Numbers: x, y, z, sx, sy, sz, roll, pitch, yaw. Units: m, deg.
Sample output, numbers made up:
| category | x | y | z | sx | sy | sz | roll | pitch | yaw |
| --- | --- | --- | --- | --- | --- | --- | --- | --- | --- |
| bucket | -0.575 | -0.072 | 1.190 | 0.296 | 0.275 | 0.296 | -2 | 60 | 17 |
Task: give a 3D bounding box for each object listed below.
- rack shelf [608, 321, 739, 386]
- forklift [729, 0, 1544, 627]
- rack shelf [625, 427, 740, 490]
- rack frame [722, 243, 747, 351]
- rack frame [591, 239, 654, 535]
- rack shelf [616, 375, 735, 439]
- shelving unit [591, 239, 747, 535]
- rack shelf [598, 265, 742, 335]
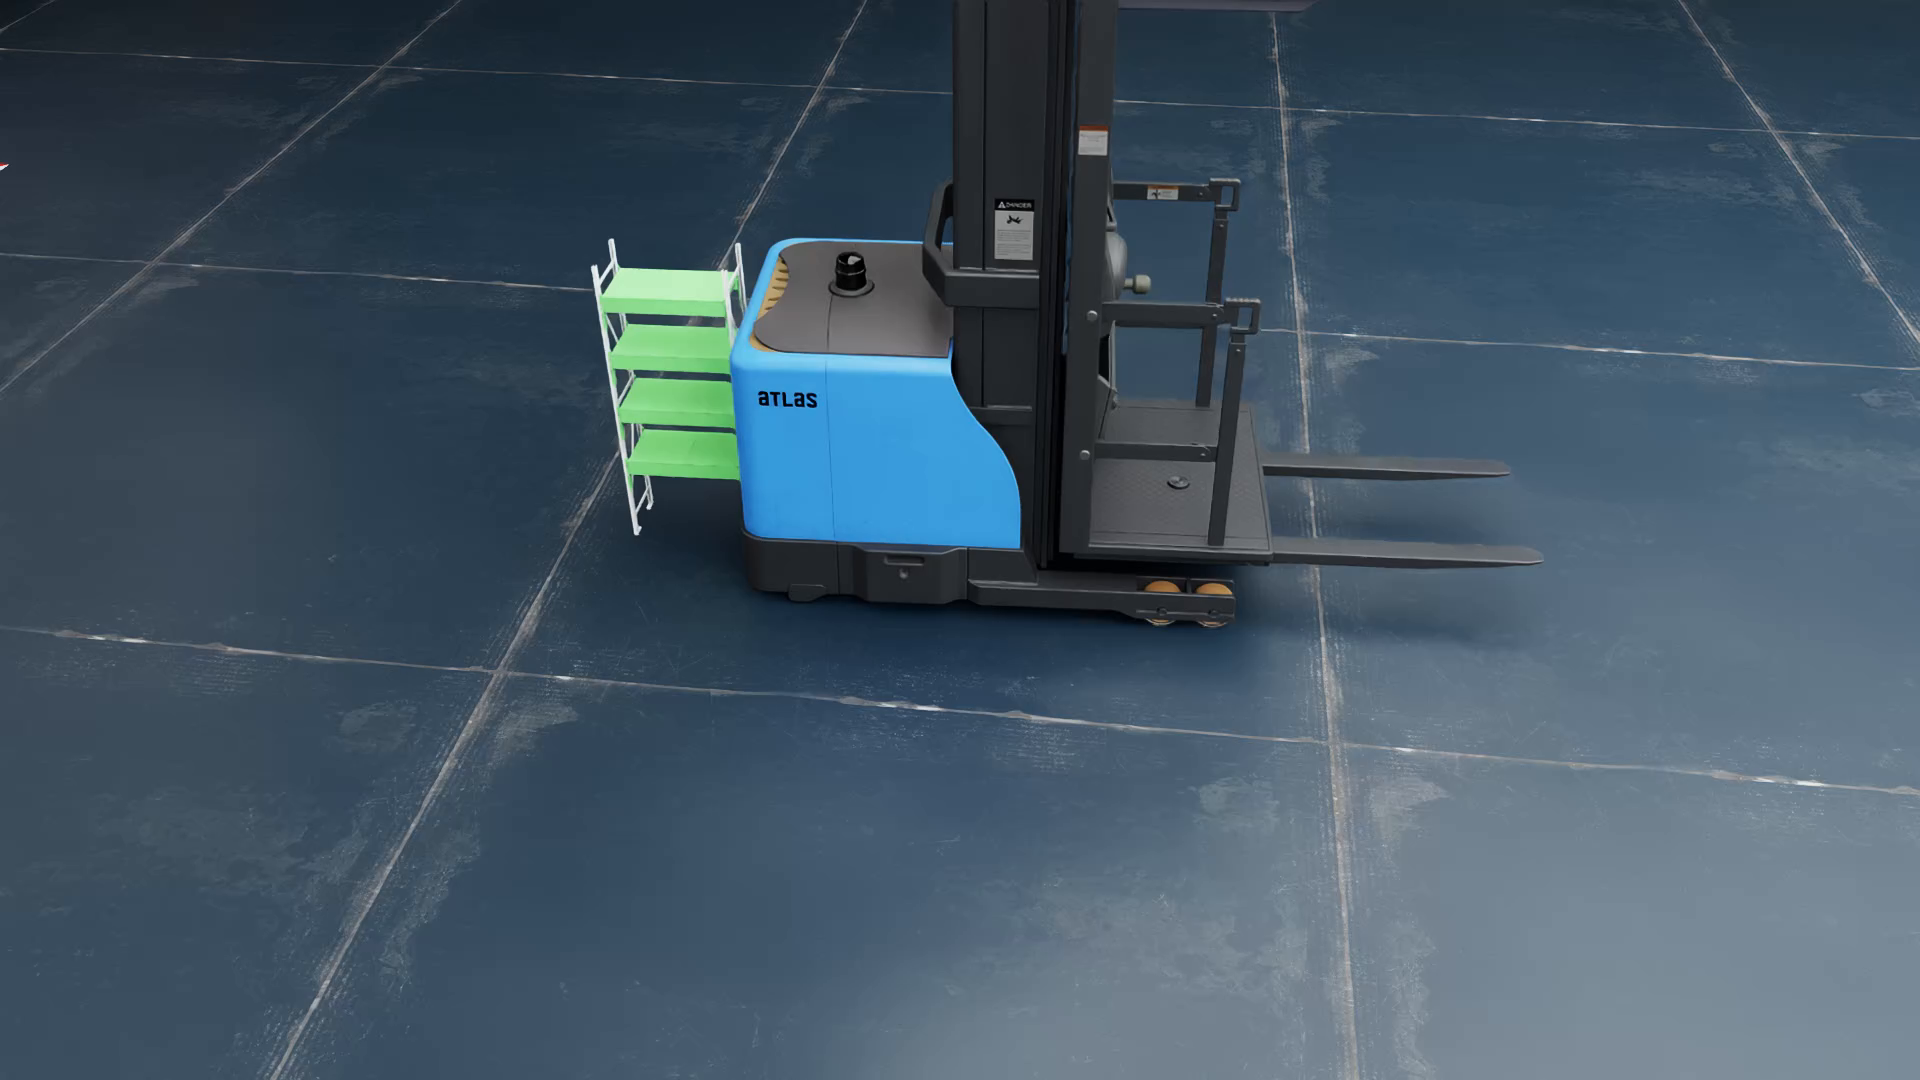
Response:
| category | x | y | z | sx | sy | sz | roll | pitch | yaw |
| --- | --- | --- | --- | --- | --- | --- | --- | --- | --- |
| rack shelf | -1.078 | -0.709 | 6.399 | 0.480 | 0.148 | 0.258 | 3 | 36 | 6 |
| forklift | 0.710 | -1.185 | 5.887 | 3.031 | 2.935 | 1.130 | 2 | 36 | 3 |
| rack shelf | -1.069 | -0.317 | 6.677 | 0.480 | 0.148 | 0.258 | 3 | 36 | 6 |
| rack frame | -0.833 | -0.552 | 6.475 | 0.015 | 1.200 | 0.240 | 3 | 36 | 6 |
| rack frame | -1.317 | -0.578 | 6.526 | 0.015 | 1.200 | 0.240 | 3 | 36 | 6 |
| rack shelf | -1.074 | -0.513 | 6.538 | 0.480 | 0.148 | 0.258 | 3 | 36 | 6 |
| shelving unit | -1.075 | -0.565 | 6.501 | 0.503 | 1.200 | 0.258 | 3 | 36 | 6 |
| rack shelf | -1.083 | -0.904 | 6.260 | 0.480 | 0.148 | 0.258 | 3 | 36 | 6 |
